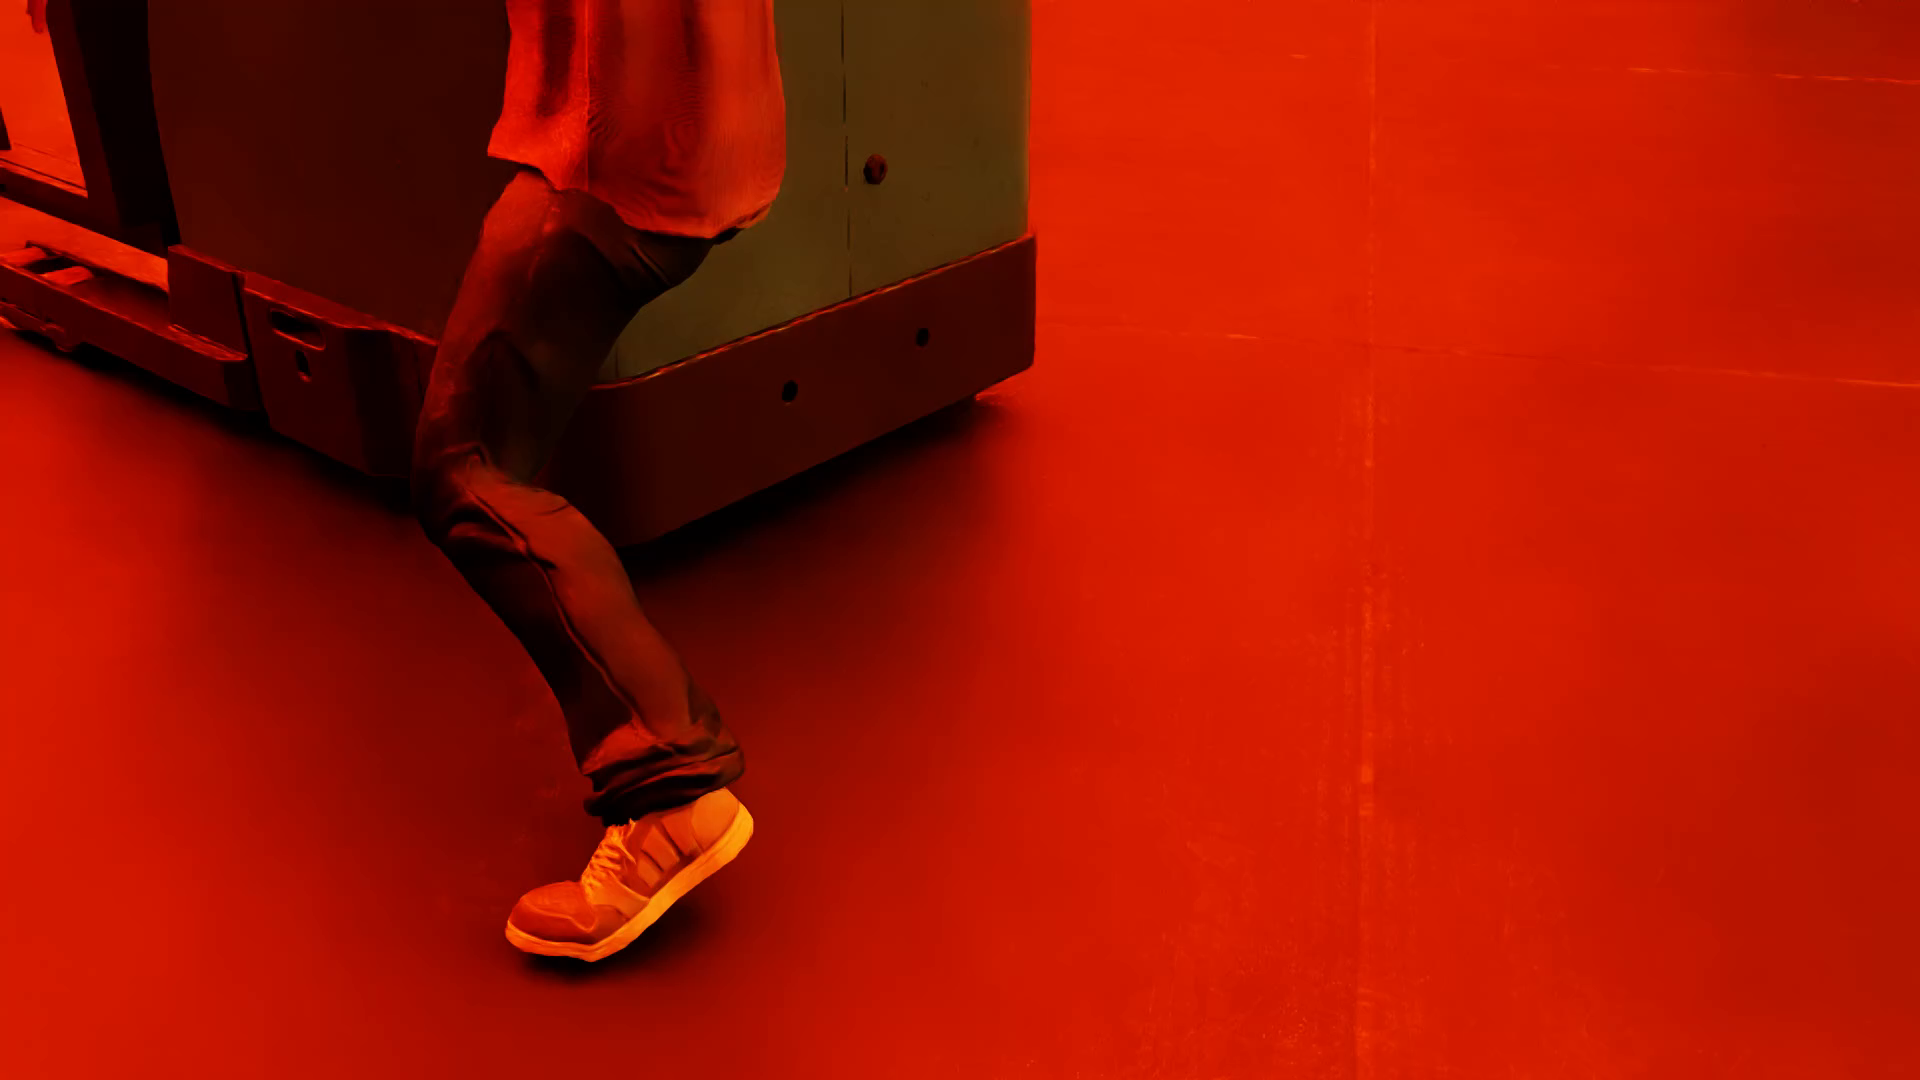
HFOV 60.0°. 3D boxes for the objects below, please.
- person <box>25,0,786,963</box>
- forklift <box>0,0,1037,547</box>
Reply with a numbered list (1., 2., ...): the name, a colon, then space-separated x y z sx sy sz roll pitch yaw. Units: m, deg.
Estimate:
1. person: -0.490 -0.470 1.869 0.869 1.411 1.085 10 28 18
2. forklift: -1.324 -1.829 2.872 3.031 2.935 1.130 20 33 35
